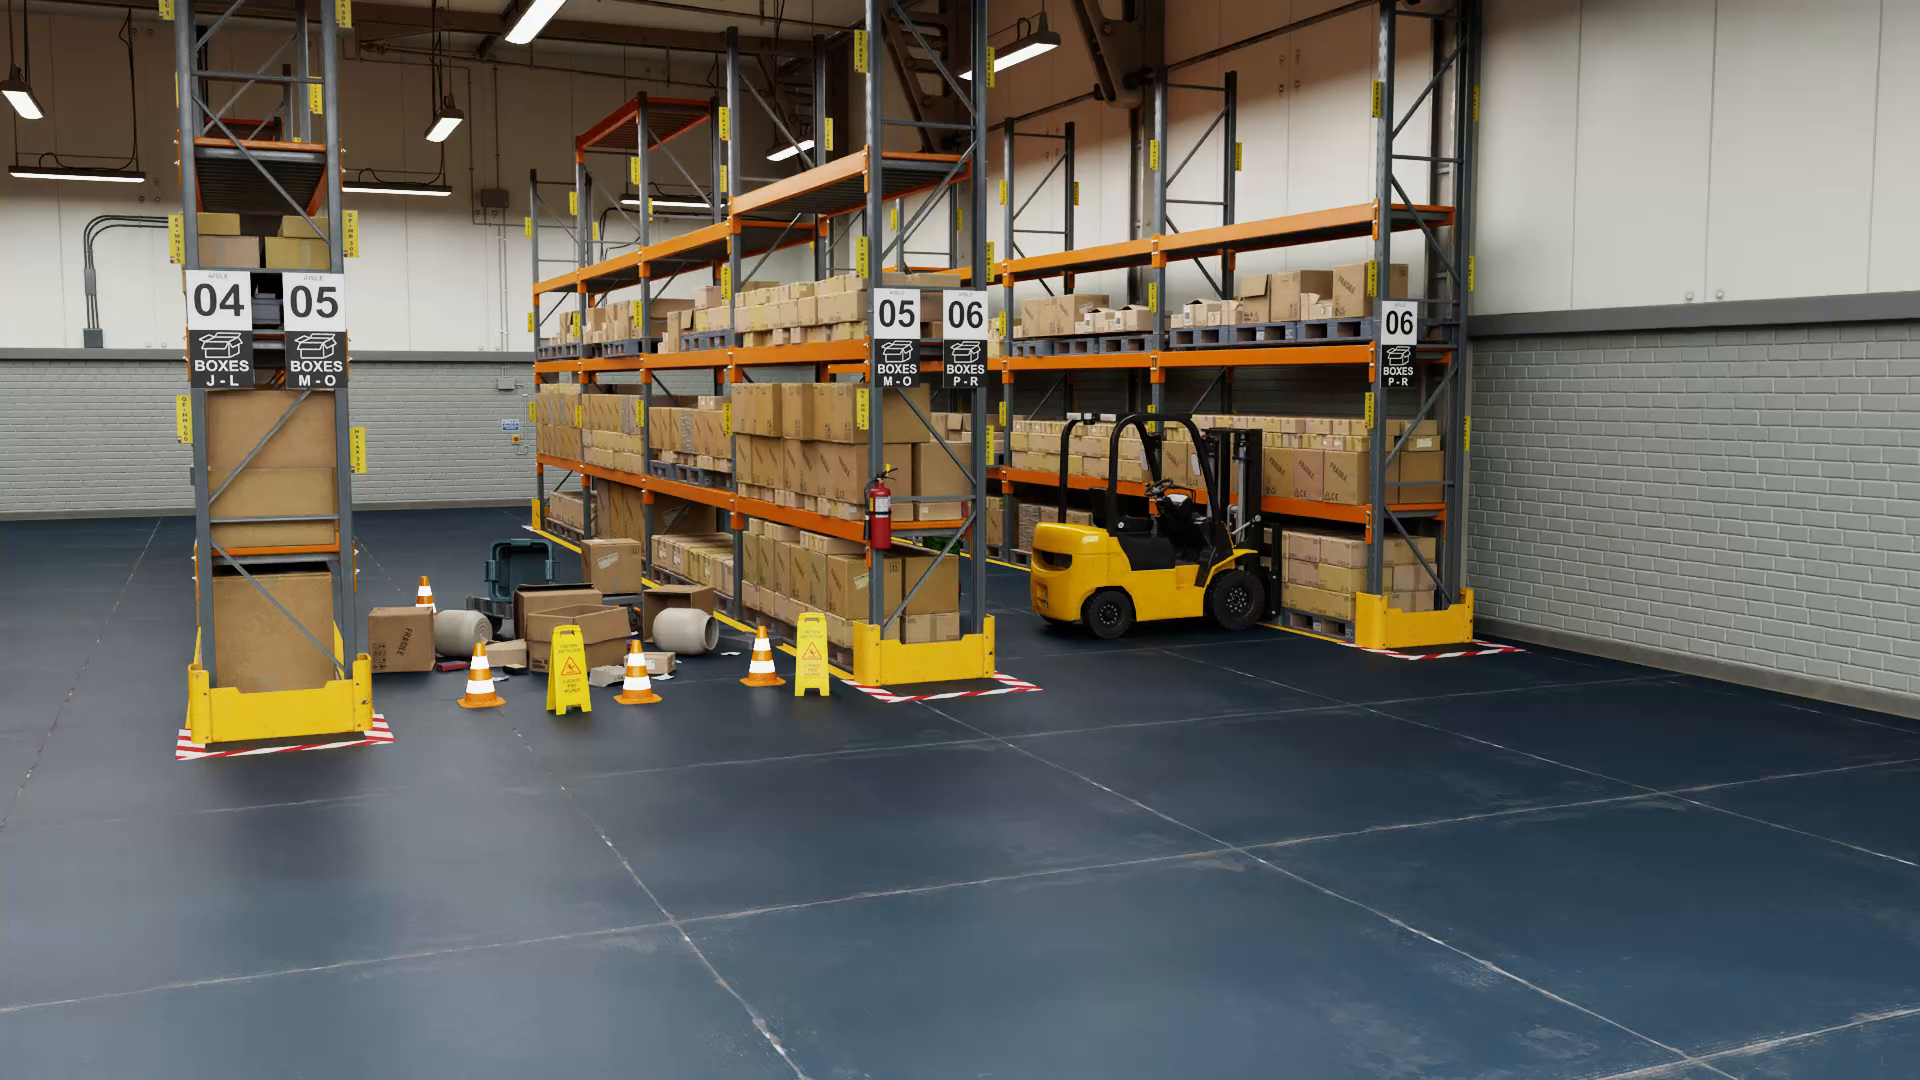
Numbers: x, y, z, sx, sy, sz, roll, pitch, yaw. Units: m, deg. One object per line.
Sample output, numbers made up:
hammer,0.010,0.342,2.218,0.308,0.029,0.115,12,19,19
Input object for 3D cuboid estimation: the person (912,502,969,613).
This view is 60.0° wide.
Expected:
person,-0.230,-0.085,17.403,0.638,1.782,0.564,-3,6,-25
